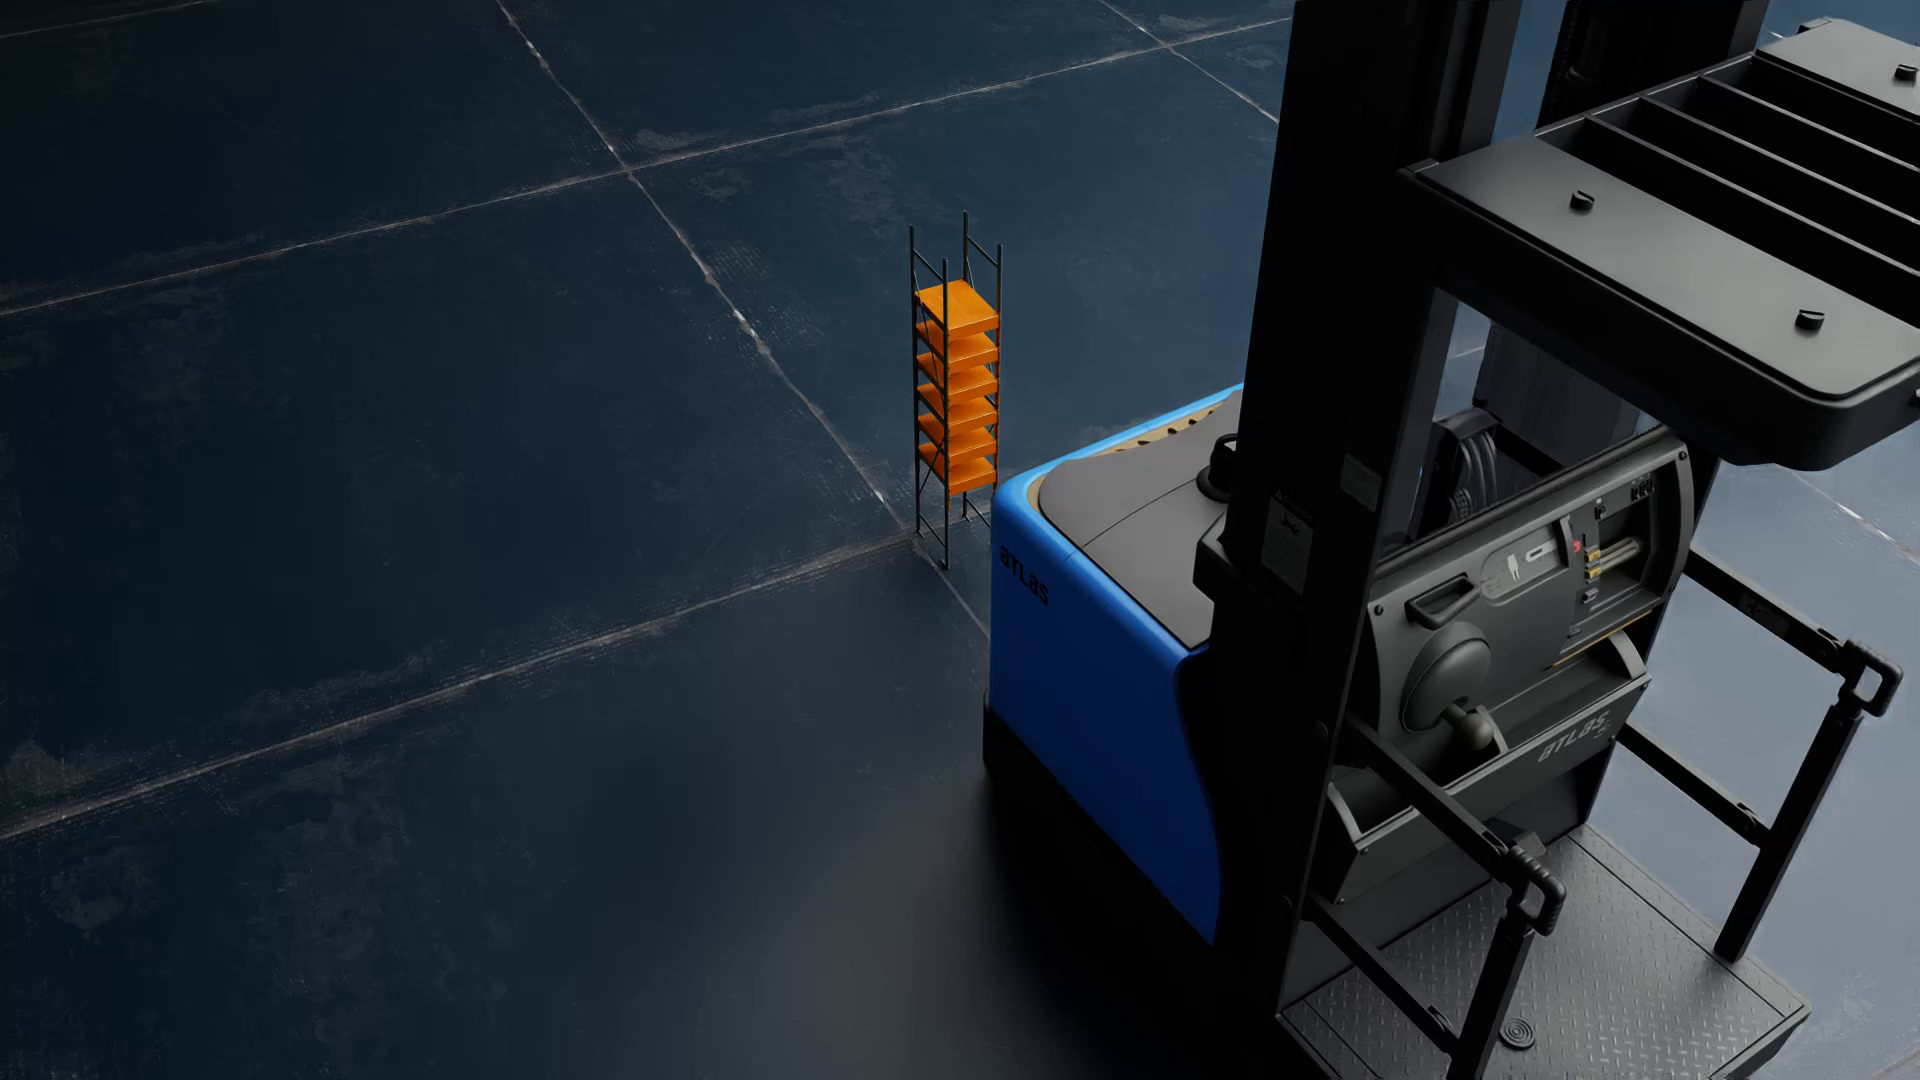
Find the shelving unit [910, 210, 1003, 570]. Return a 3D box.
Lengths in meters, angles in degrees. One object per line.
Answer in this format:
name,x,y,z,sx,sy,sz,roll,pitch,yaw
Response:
shelving unit,-0.013,-0.454,5.357,0.189,1.200,0.258,-19,44,-21

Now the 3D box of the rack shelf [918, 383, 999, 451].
rack shelf,-0.013,-0.420,5.386,0.180,0.103,0.258,-19,44,-21

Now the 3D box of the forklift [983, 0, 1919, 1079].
forklift,1.295,0.185,3.263,1.130,2.935,3.031,-23,45,-25

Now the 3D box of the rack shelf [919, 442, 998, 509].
rack shelf,-0.013,-0.237,5.541,0.180,0.103,0.258,-19,44,-21

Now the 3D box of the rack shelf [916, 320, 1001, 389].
rack shelf,-0.013,-0.603,5.231,0.180,0.103,0.258,-19,44,-21

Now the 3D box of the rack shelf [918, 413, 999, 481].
rack shelf,-0.013,-0.328,5.463,0.180,0.103,0.258,-19,44,-21

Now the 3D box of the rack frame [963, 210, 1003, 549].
rack frame,0.068,-0.481,5.389,0.006,1.200,0.240,-19,44,-21

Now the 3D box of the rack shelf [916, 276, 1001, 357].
rack shelf,-0.013,-0.694,5.153,0.180,0.103,0.258,-19,44,-21

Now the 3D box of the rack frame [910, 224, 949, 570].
rack frame,-0.094,-0.426,5.325,0.006,1.200,0.240,-19,44,-21

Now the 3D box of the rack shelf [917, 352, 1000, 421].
rack shelf,-0.013,-0.511,5.308,0.180,0.103,0.258,-19,44,-21
